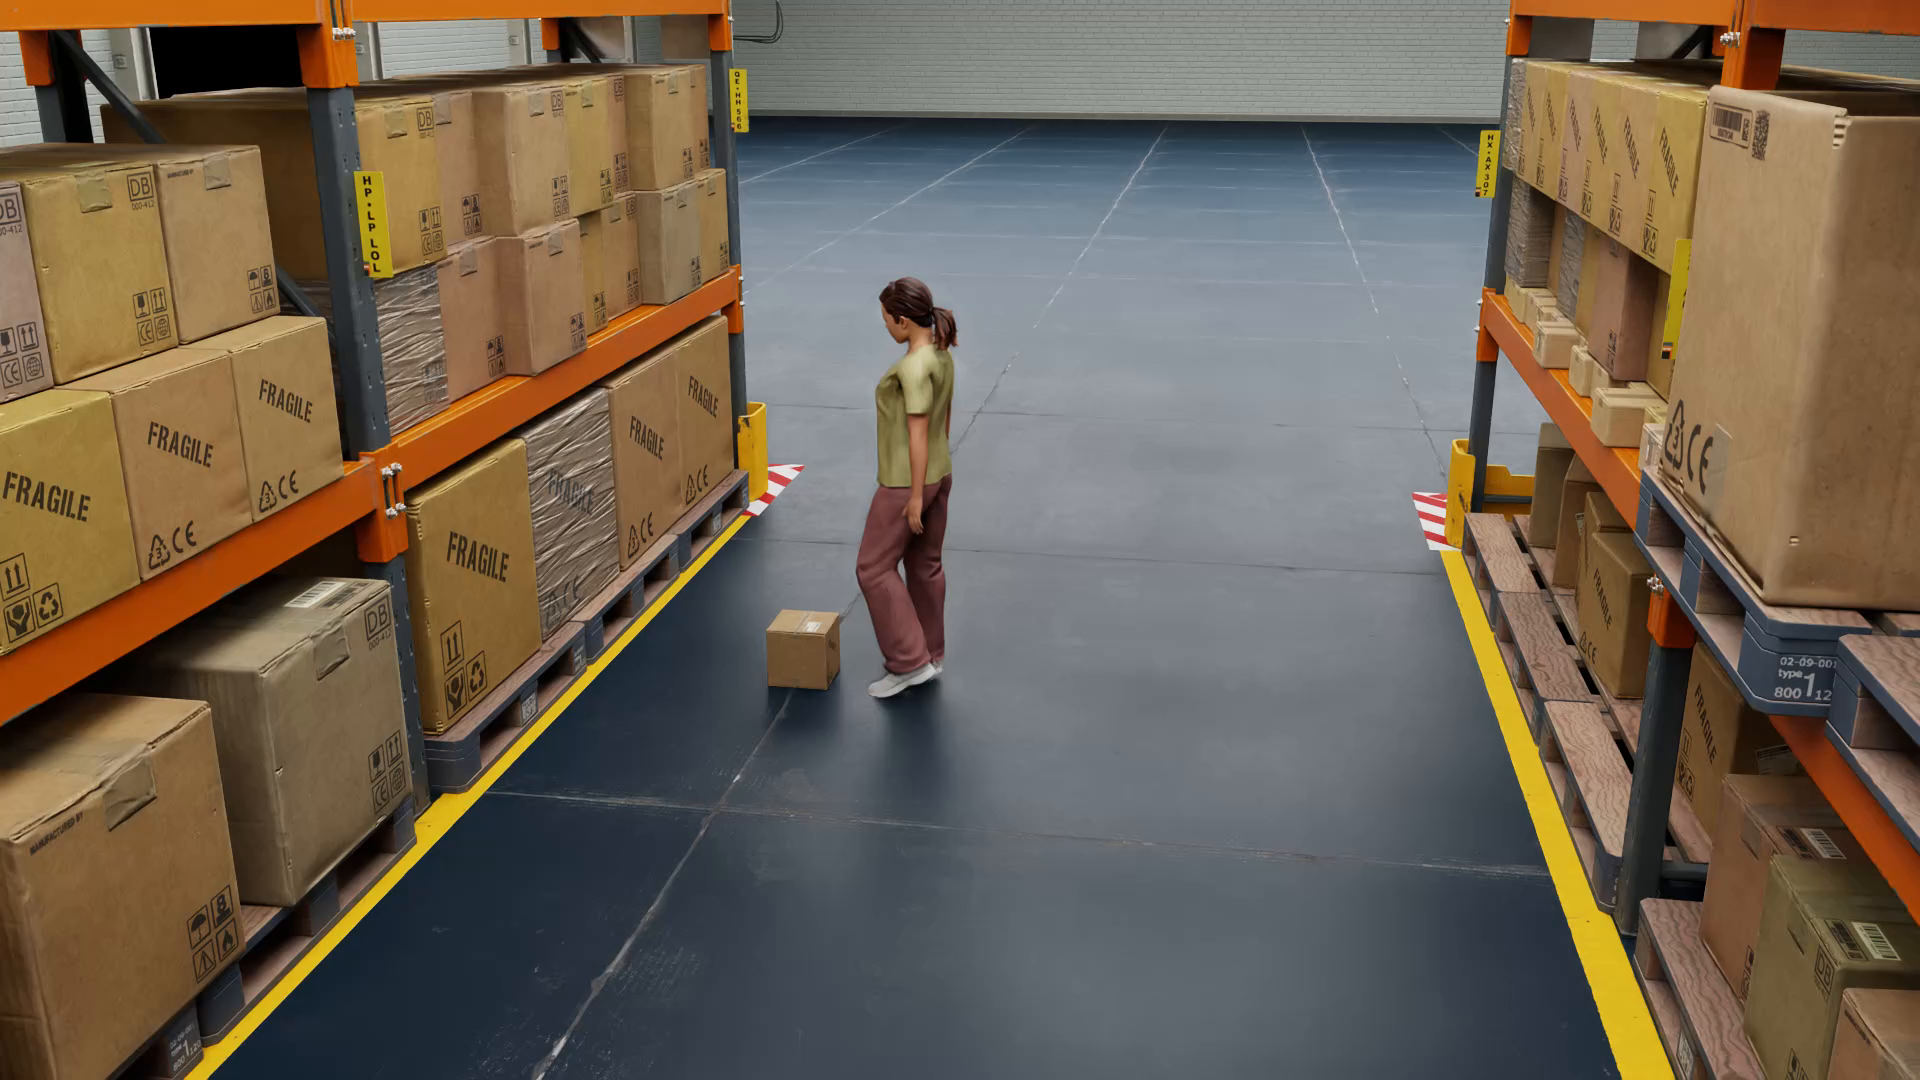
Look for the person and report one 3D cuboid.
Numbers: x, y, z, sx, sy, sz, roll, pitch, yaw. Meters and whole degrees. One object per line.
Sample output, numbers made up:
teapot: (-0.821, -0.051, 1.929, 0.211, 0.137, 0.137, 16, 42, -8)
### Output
person: (-0.184, -0.213, 6.690, 0.392, 1.703, 0.531, 7, 19, 19)
